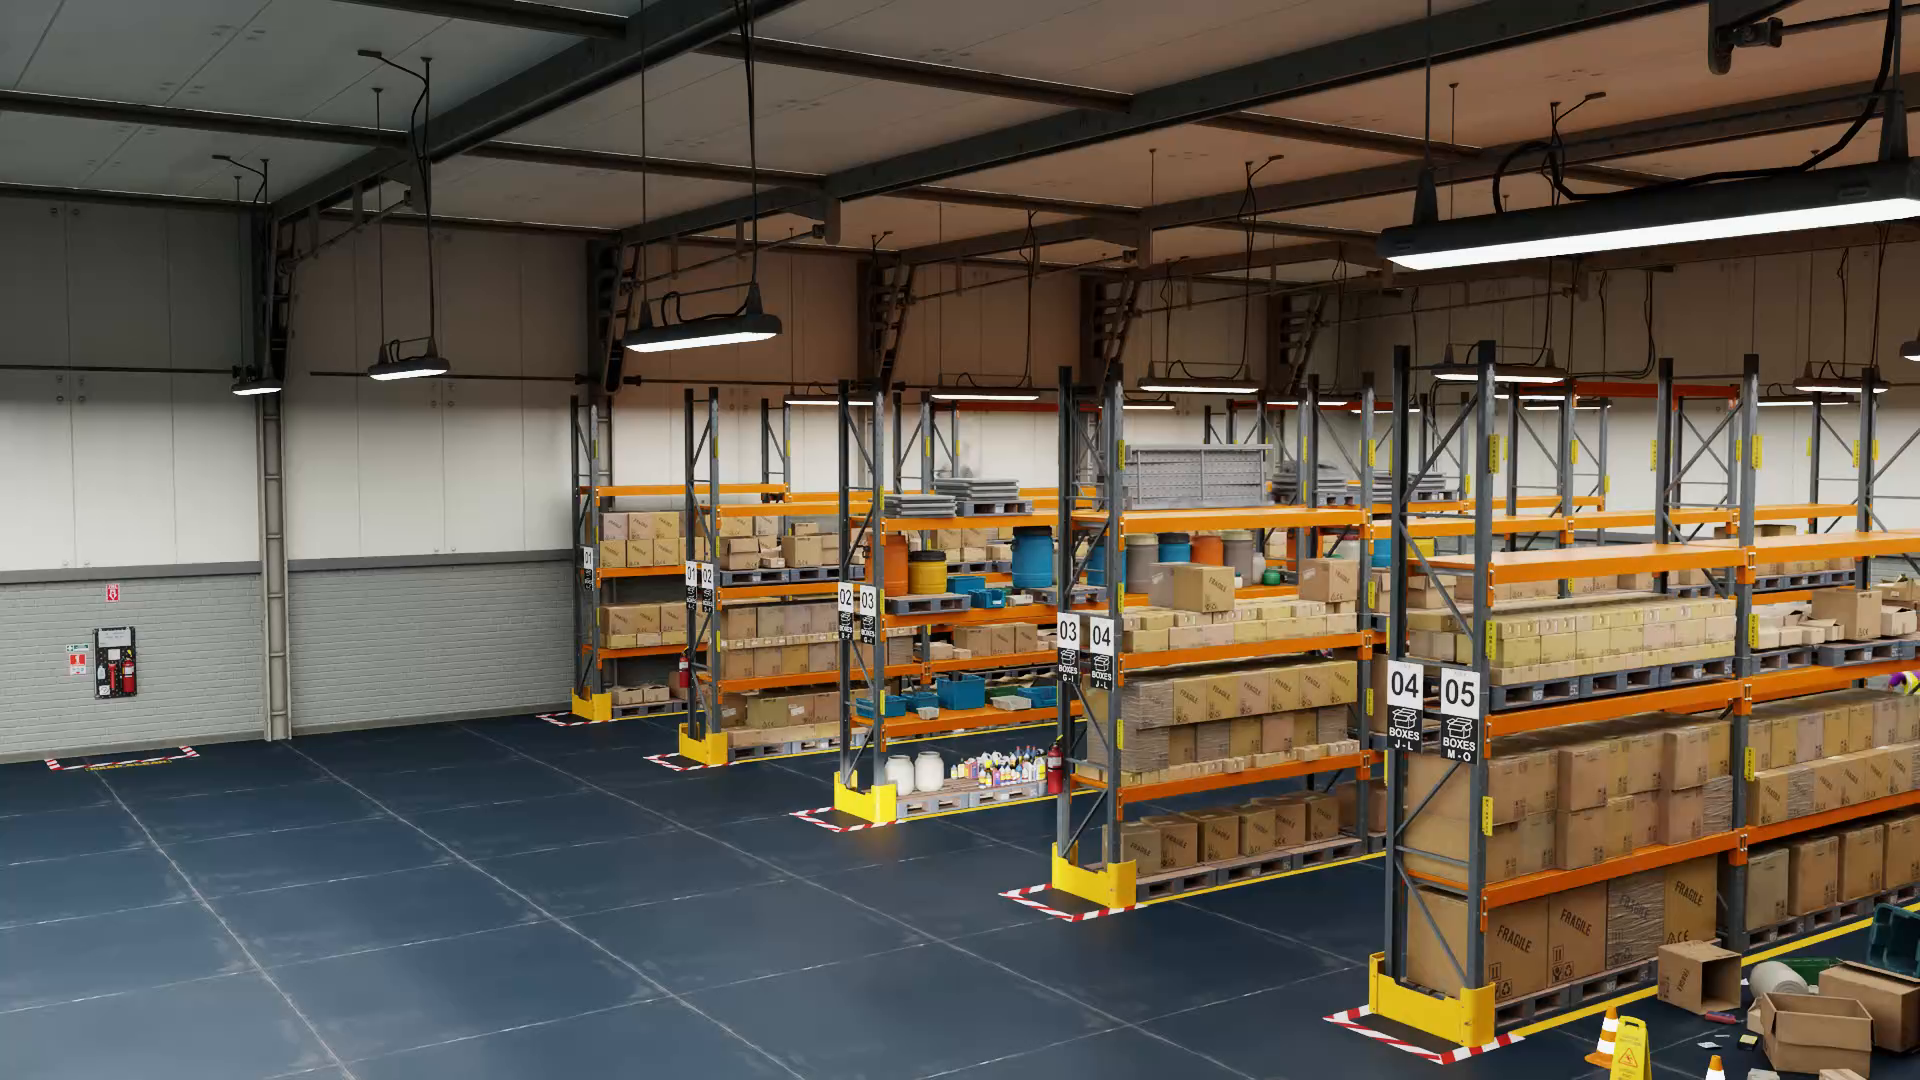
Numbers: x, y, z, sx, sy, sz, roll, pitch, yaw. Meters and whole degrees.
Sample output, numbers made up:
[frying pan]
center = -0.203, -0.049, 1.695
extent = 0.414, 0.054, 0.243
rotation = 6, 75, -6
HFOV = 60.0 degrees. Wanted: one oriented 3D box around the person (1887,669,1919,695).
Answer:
[person]
center = 15.738, 2.676, 27.261
extent = 0.776, 1.690, 0.786
rotation = 0, 3, 2
